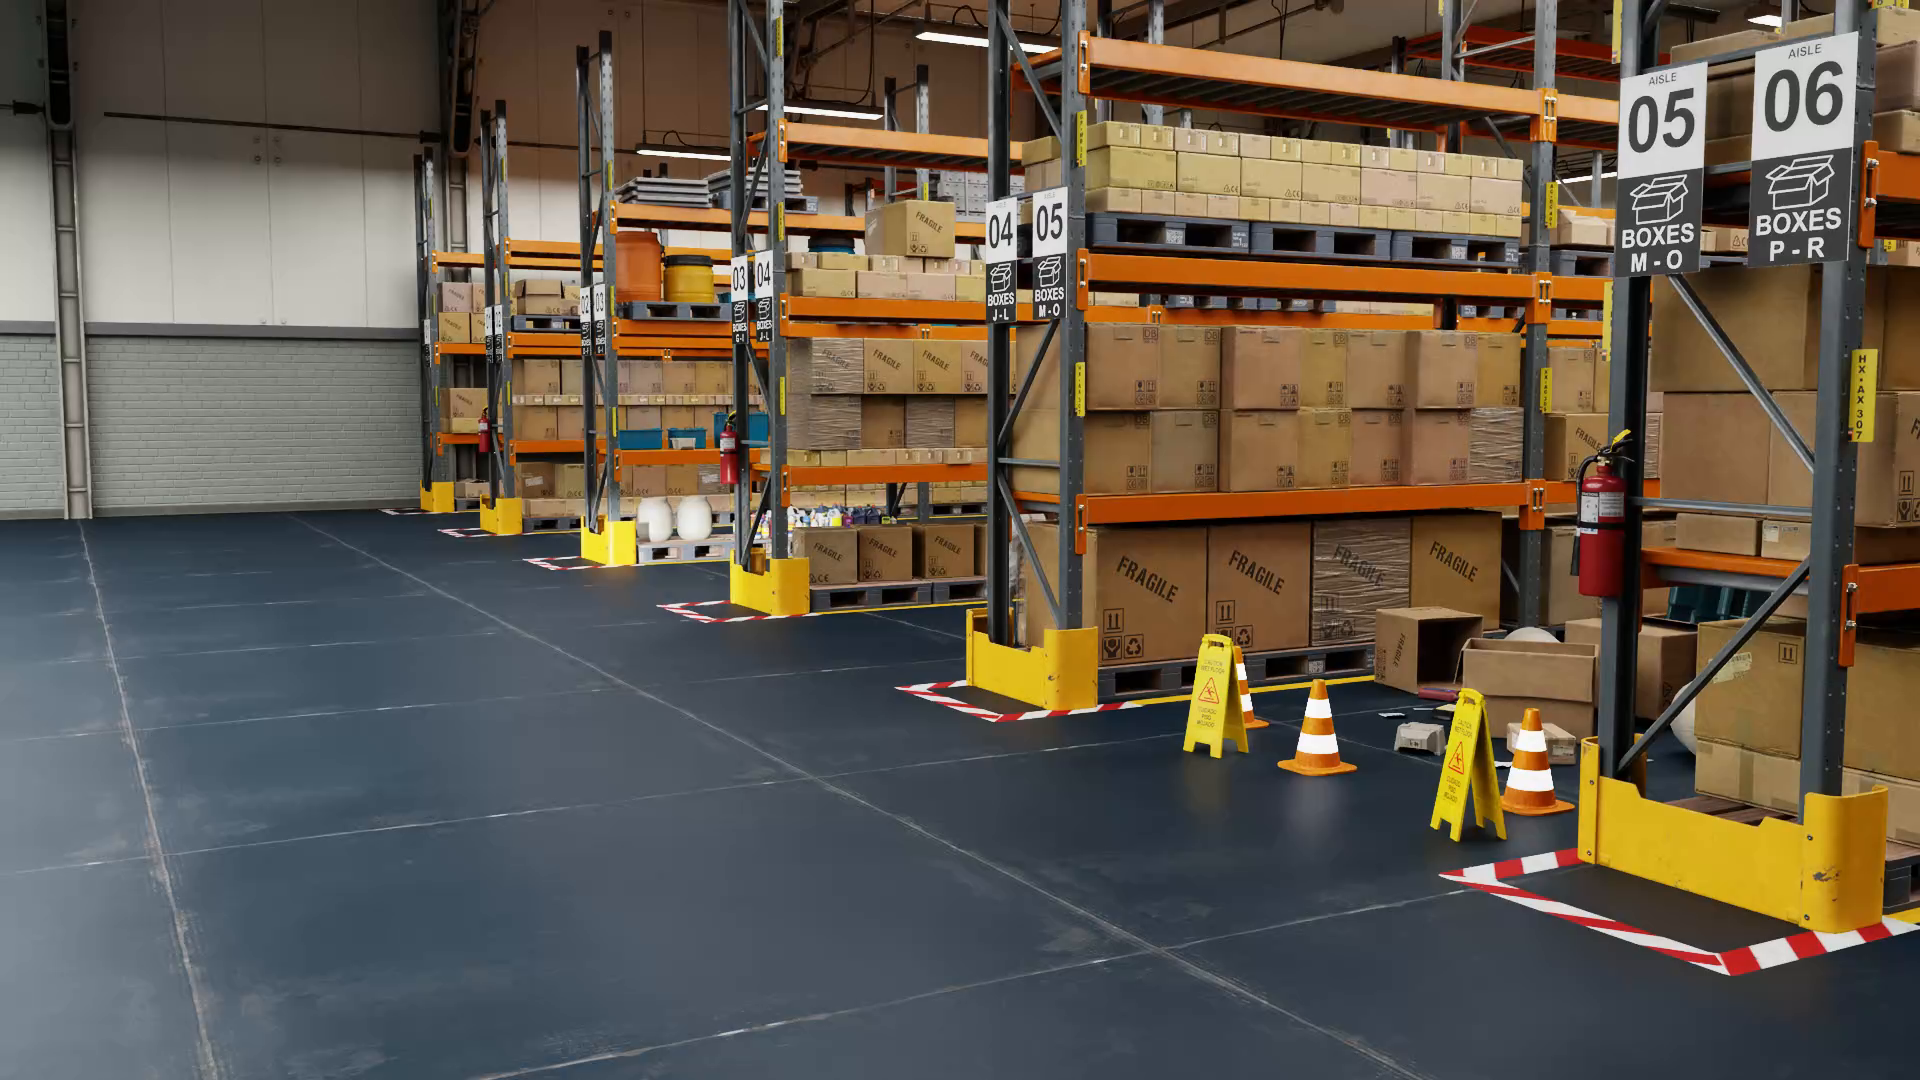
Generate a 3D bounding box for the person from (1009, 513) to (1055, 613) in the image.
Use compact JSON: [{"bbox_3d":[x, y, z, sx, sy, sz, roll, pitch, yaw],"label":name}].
[{"bbox_3d":[0.506,-0.077,13.031,0.619,1.771,0.450,-3,6,-32],"label":"person"}]
